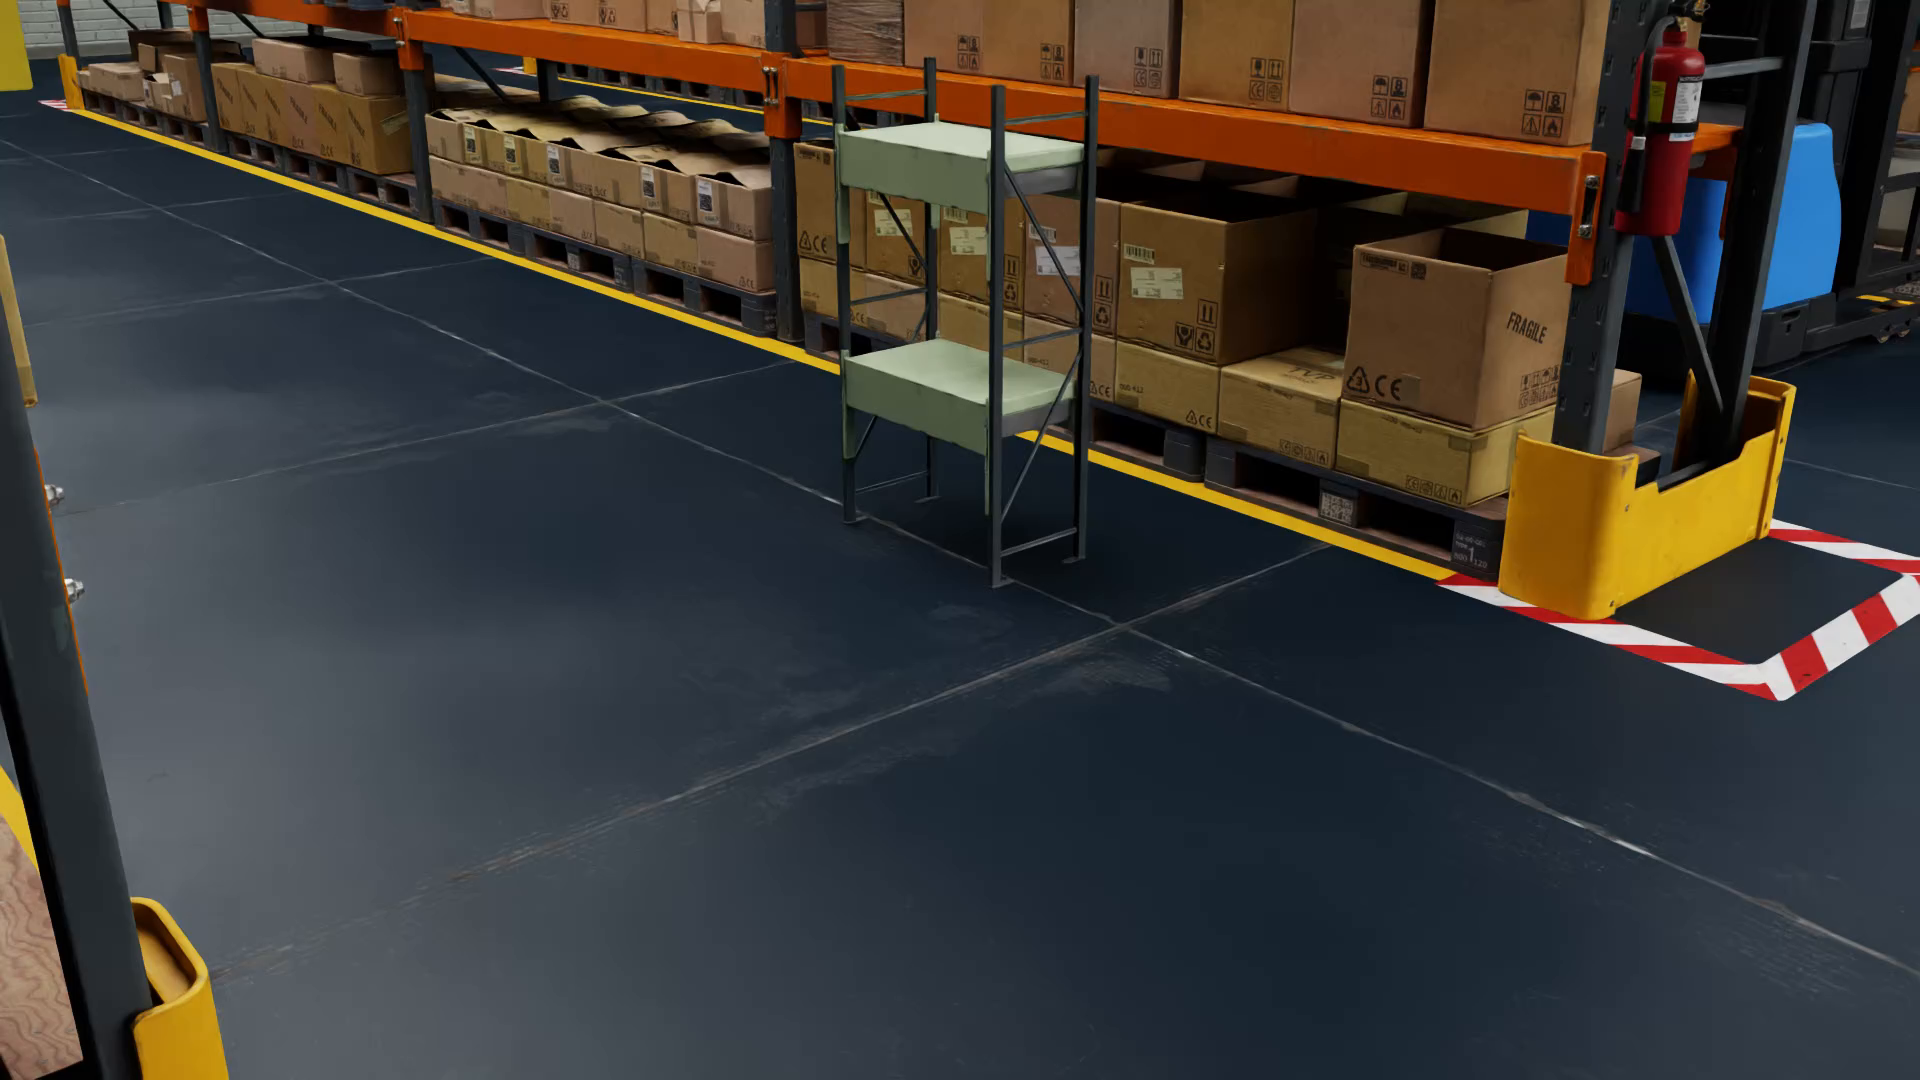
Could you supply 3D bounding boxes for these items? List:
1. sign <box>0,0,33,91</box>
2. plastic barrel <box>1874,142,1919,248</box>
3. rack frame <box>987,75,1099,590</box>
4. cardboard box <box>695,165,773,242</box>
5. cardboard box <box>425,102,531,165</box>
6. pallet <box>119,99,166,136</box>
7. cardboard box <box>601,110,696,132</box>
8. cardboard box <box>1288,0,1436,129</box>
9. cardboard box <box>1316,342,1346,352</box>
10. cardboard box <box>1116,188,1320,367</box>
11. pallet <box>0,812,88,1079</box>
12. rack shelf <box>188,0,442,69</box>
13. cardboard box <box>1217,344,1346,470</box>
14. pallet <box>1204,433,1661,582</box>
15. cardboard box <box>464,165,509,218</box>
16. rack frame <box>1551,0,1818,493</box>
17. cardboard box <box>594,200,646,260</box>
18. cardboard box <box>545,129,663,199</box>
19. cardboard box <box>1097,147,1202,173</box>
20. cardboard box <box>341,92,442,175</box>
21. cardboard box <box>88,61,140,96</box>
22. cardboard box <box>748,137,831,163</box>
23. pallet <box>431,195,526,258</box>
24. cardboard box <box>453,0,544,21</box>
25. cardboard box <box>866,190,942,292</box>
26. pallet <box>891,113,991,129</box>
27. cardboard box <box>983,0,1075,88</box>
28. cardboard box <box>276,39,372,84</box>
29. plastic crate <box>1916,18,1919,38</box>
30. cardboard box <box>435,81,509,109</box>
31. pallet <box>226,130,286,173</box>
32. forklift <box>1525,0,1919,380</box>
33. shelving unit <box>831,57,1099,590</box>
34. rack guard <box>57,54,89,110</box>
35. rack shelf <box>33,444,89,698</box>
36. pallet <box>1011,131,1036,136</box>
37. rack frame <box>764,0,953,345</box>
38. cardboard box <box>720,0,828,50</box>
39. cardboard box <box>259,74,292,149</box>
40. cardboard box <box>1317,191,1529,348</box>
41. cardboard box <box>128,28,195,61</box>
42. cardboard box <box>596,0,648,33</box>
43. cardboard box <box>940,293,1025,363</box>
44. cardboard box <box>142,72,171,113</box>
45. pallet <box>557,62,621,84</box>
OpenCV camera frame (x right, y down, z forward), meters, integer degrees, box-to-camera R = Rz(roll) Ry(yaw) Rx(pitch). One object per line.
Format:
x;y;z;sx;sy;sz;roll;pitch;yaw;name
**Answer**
-1.179;-0.695;1.959;0.100;0.325;0.005;-17;27;-37;sign
5.100;-1.860;8.957;0.421;0.512;0.421;0;21;0;plastic barrel
0.243;-0.595;4.948;0.400;1.500;0.023;-17;27;-37;rack frame
-0.933;-1.668;8.056;0.500;0.311;0.500;-17;27;-37;cardboard box
-2.943;-2.515;10.218;0.500;0.311;0.500;-16;27;-36;cardboard box
-6.921;-3.887;15.120;1.003;0.211;1.213;-17;27;-37;pallet
-1.862;-2.361;9.826;0.500;0.311;0.500;-18;27;-38;cardboard box
1.519;-1.666;5.486;0.700;0.500;0.500;-17;27;-36;cardboard box
1.649;-0.597;6.089;0.500;0.250;0.500;-17;27;-37;cardboard box
0.921;-0.958;5.982;0.500;0.500;0.500;-17;27;-37;cardboard box
-2.143;0.882;2.943;1.003;0.211;1.213;-17;27;-37;pallet
-4.368;-3.771;11.985;1.077;0.370;4.000;-17;27;-37;rack shelf
1.251;-0.471;5.769;0.500;0.250;0.500;-17;27;-37;cardboard box
1.629;-0.246;5.823;1.003;0.211;1.213;-17;27;-37;pallet
-2.614;-2.115;9.966;0.500;0.250;0.500;-18;28;-39;cardboard box
2.160;-1.343;4.800;1.000;3.000;0.127;-17;27;-37;rack frame
-1.604;-1.690;8.881;0.500;0.250;0.500;-17;27;-36;cardboard box
-1.926;-2.089;9.129;0.500;0.311;0.500;-18;28;-38;cardboard box
0.664;-1.358;7.005;0.500;0.500;0.500;-17;27;-37;cardboard box
-3.850;-2.797;11.336;0.500;0.500;0.500;-16;27;-35;cardboard box
-7.818;-4.332;15.599;0.500;0.250;0.500;-17;27;-37;cardboard box
-0.855;-1.938;8.744;0.500;0.311;0.500;-18;28;-38;cardboard box
-2.554;-2.018;10.347;1.003;0.211;1.213;-17;27;-37;pallet
-2.625;-3.219;9.711;0.500;0.311;0.500;-18;28;-38;cardboard box
-0.053;-1.374;7.044;0.500;0.500;0.500;-17;27;-37;cardboard box
0.147;-3.641;14.491;1.003;0.211;1.213;-17;27;-37;pallet
0.517;-2.090;6.570;0.700;0.500;0.500;-17;27;-37;cardboard box
-4.561;-3.442;11.956;0.500;0.250;0.500;-18;28;-38;cardboard box
4.942;-2.700;8.468;0.499;0.251;0.408;-17;27;-37;plastic crate
-3.489;-2.931;11.680;0.500;0.500;0.500;-19;28;-39;cardboard box
-5.113;-3.144;13.223;1.003;0.211;1.213;-17;27;-37;pallet
3.971;-2.433;7.678;3.031;2.935;1.130;-15;26;-34;forklift
0.004;-0.697;5.206;0.431;1.500;0.755;-17;27;-37;shelving unit
-8.234;-4.579;16.489;1.175;0.500;0.348;-17;27;-37;rack guard
-2.896;-0.380;3.329;1.077;0.370;4.000;-17;27;-37;rack shelf
1.169;-3.210;13.390;1.003;0.211;1.213;-17;27;-37;pallet
-0.451;-2.448;7.622;1.000;3.000;0.127;-17;27;-37;rack frame
-0.805;-2.504;7.970;0.500;0.250;0.500;-15;26;-34;cardboard box
-4.865;-3.223;12.425;0.500;0.500;0.500;-17;27;-37;cardboard box
1.651;-0.946;5.953;0.500;0.500;0.500;-17;27;-37;cardboard box
-7.742;-4.713;16.228;0.500;0.500;0.500;-17;27;-37;cardboard box
-1.611;-2.995;8.880;0.500;0.500;0.500;-17;27;-37;cardboard box
0.267;-0.884;6.824;0.500;0.250;0.500;-17;27;-37;cardboard box
-6.749;-3.908;14.434;0.500;0.311;0.500;-17;27;-37;cardboard box
-4.020;-5.406;18.998;1.003;0.211;1.213;-17;27;-37;pallet
